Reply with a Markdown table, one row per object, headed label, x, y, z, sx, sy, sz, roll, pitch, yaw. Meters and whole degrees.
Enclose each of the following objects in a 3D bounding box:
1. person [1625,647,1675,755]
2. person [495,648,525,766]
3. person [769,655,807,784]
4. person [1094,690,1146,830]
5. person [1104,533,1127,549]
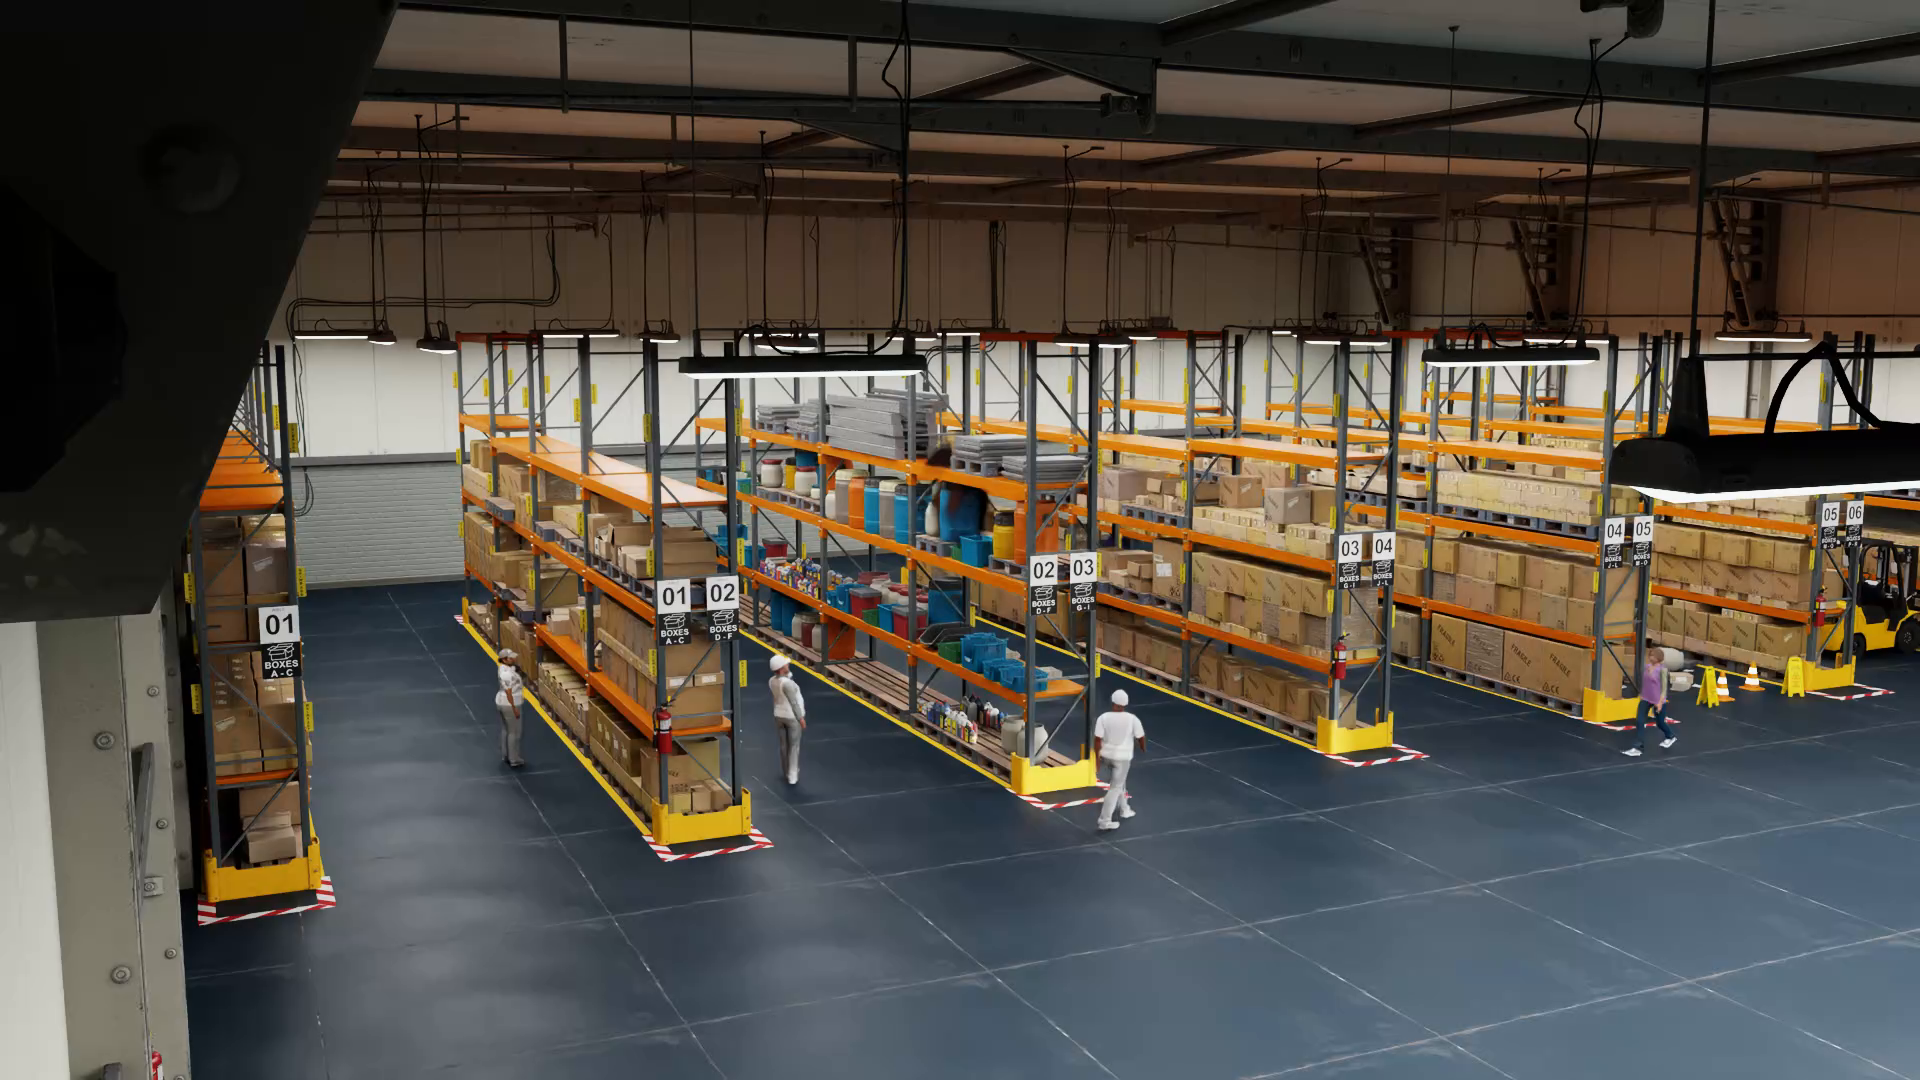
| label | x | y | z | sx | sy | sz | roll | pitch | yaw |
| --- | --- | --- | --- | --- | --- | --- | --- | --- | --- |
| person | 10.037 | 2.322 | 24.024 | 0.887 | 1.556 | 0.403 | -7 | 10 | -41 |
| person | -6.339 | 2.348 | 23.519 | 0.421 | 1.669 | 0.517 | -5 | 9 | -33 |
| person | -2.291 | 2.403 | 22.670 | 0.557 | 1.749 | 0.625 | 5 | 9 | 34 |
| person | 2.022 | 2.682 | 20.605 | 0.876 | 1.731 | 0.530 | -7 | 10 | -41 |
| person | 3.978 | -0.142 | 42.116 | 0.985 | 1.593 | 0.594 | -1 | 8 | -11 |
